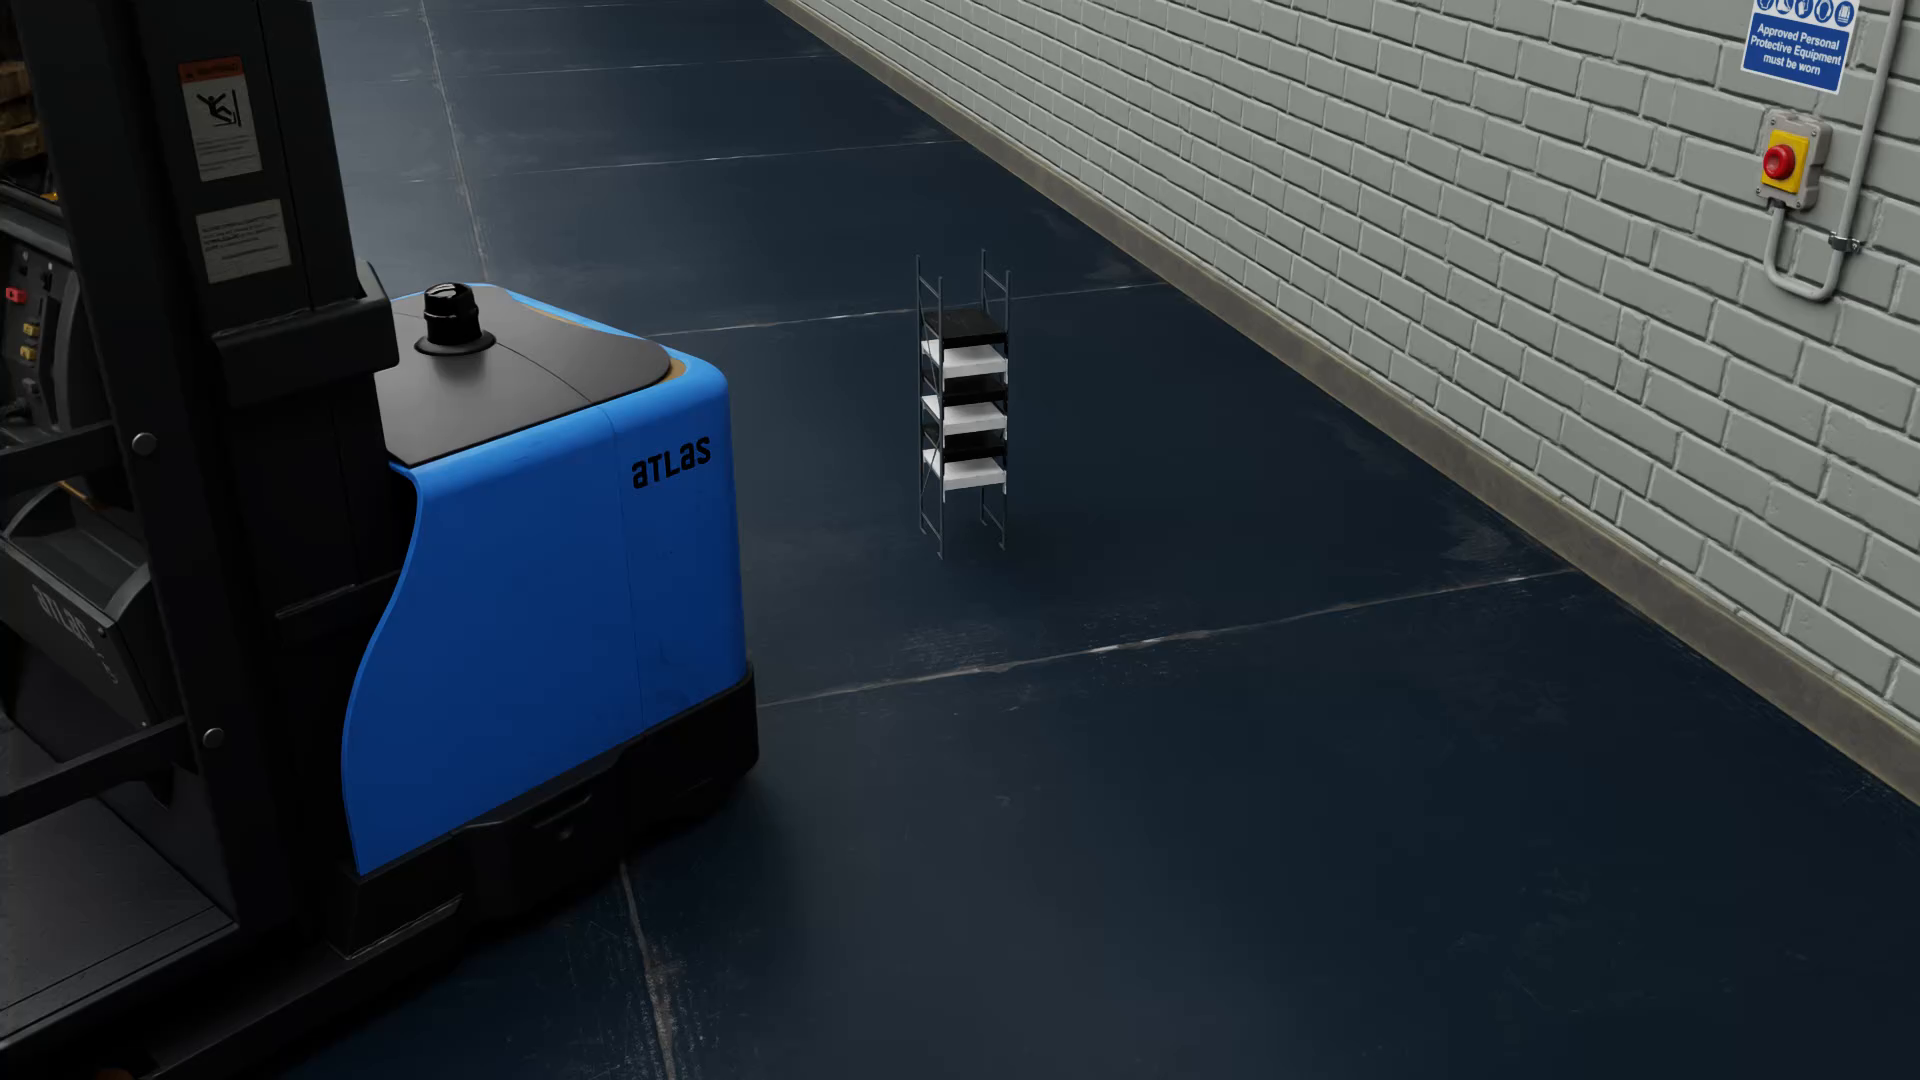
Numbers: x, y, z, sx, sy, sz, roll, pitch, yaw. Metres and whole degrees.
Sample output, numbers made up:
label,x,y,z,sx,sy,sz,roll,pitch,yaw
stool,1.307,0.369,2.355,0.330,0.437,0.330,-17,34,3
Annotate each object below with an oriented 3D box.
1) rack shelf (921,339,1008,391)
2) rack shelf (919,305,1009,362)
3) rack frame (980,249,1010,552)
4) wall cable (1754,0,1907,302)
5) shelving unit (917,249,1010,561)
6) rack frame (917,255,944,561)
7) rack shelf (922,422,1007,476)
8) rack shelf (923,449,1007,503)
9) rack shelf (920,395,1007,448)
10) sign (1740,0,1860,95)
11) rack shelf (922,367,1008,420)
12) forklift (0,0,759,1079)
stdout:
label,x,y,z,sx,sy,sz,roll,pitch,yaw
rack shelf,0.008,-0.536,4.987,0.200,0.077,0.258,-8,28,-16
rack shelf,0.008,-0.616,4.947,0.200,0.077,0.258,-8,28,-16
rack frame,0.104,-0.418,5.080,0.006,0.900,0.240,-8,28,-16
wall cable,1.987,-1.540,3.801,0.123,1.953,0.585,-8,28,-16
shelving unit,0.008,-0.404,5.052,0.210,0.900,0.258,-8,28,-16
rack frame,-0.089,-0.390,5.024,0.006,0.900,0.240,-8,28,-16
rack shelf,0.008,-0.294,5.107,0.200,0.077,0.258,-8,28,-16
rack shelf,0.008,-0.213,5.147,0.200,0.077,0.258,-8,28,-16
rack shelf,0.008,-0.374,5.067,0.200,0.077,0.258,-8,28,-16
sign,2.031,-1.221,4.032,0.001,0.218,0.327,-8,28,-16
rack shelf,0.008,-0.455,5.027,0.200,0.077,0.258,-8,28,-16
forklift,-1.847,-0.382,2.723,1.130,2.935,3.031,22,34,37
